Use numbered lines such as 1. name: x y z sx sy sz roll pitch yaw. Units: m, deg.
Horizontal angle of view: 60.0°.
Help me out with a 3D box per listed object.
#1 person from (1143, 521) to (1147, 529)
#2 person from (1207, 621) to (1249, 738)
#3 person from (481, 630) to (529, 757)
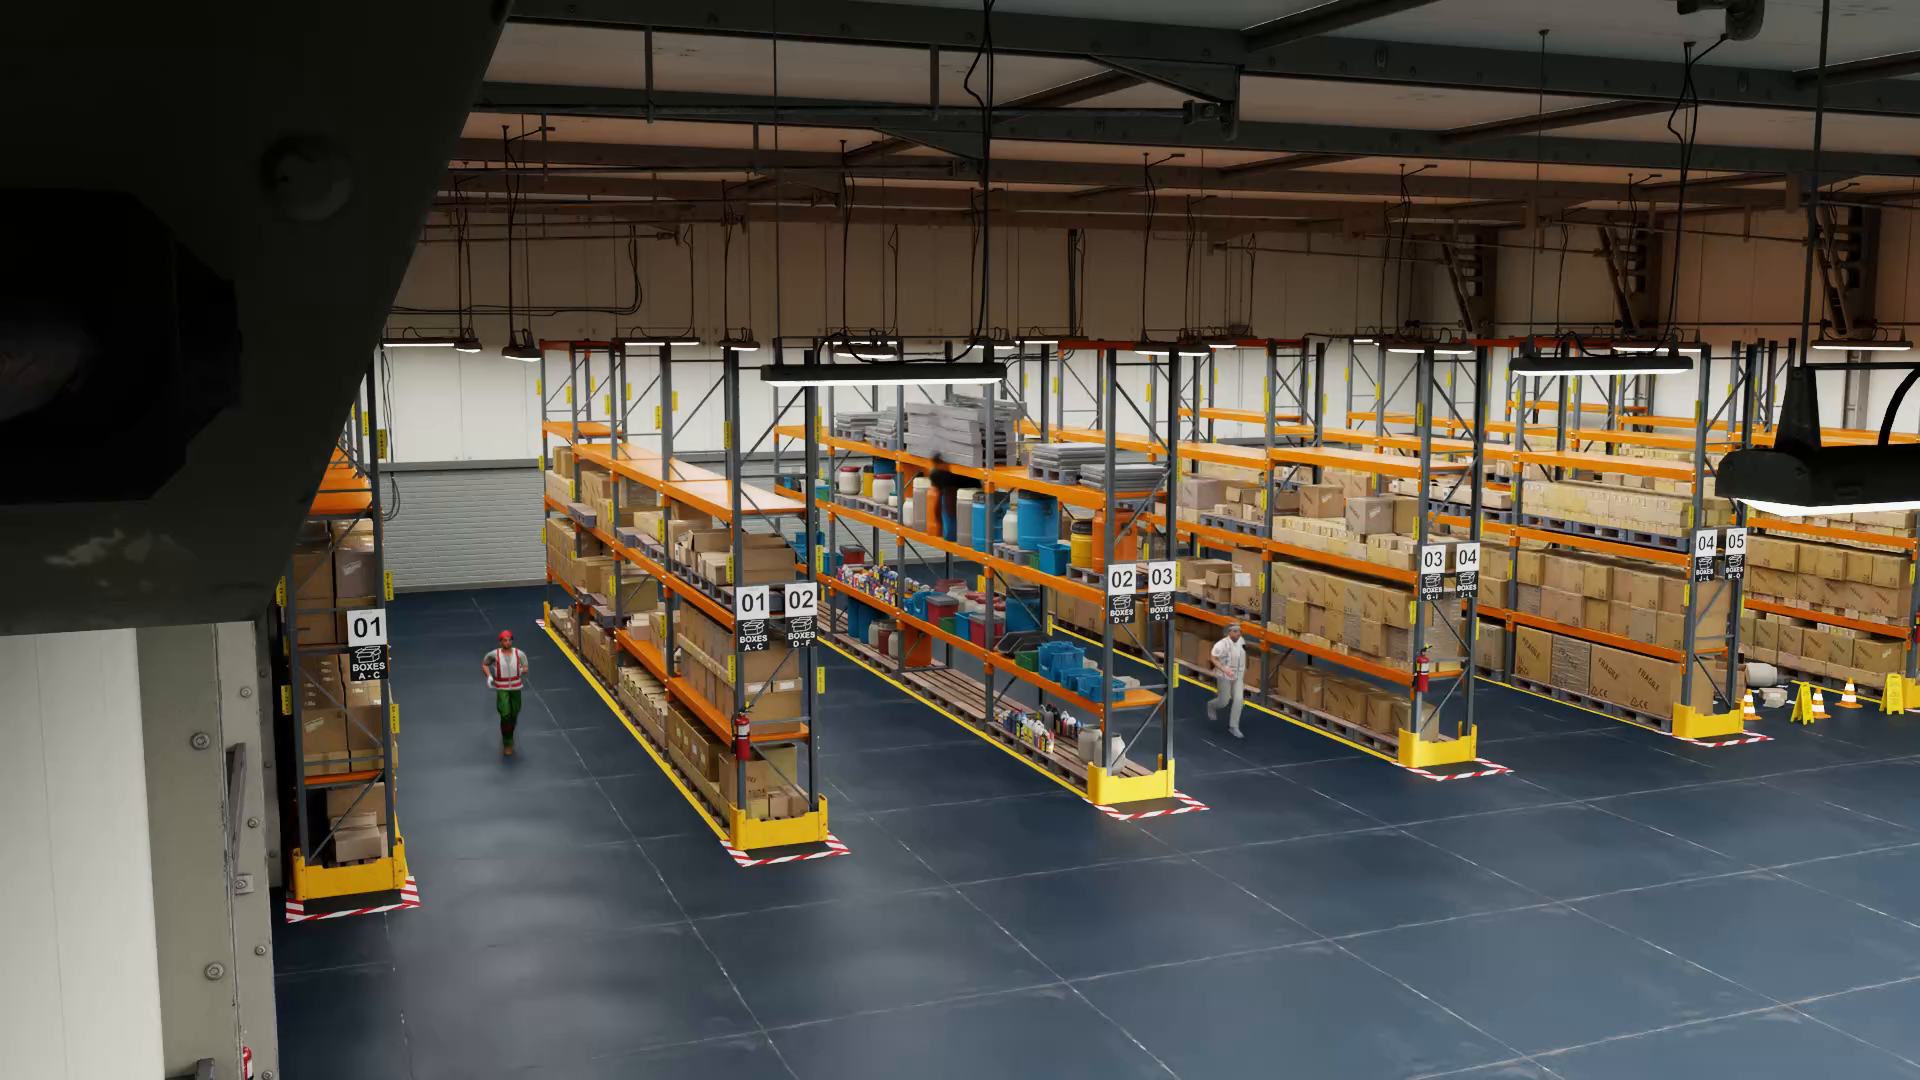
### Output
1. person: 4.704 0.171 41.445 0.531 1.605 0.667 -3 8 -23
2. person: 4.180 2.119 25.859 0.686 1.772 0.921 -4 8 -25
3. person: -6.686 2.252 24.609 0.631 1.844 0.735 -4 8 -29
